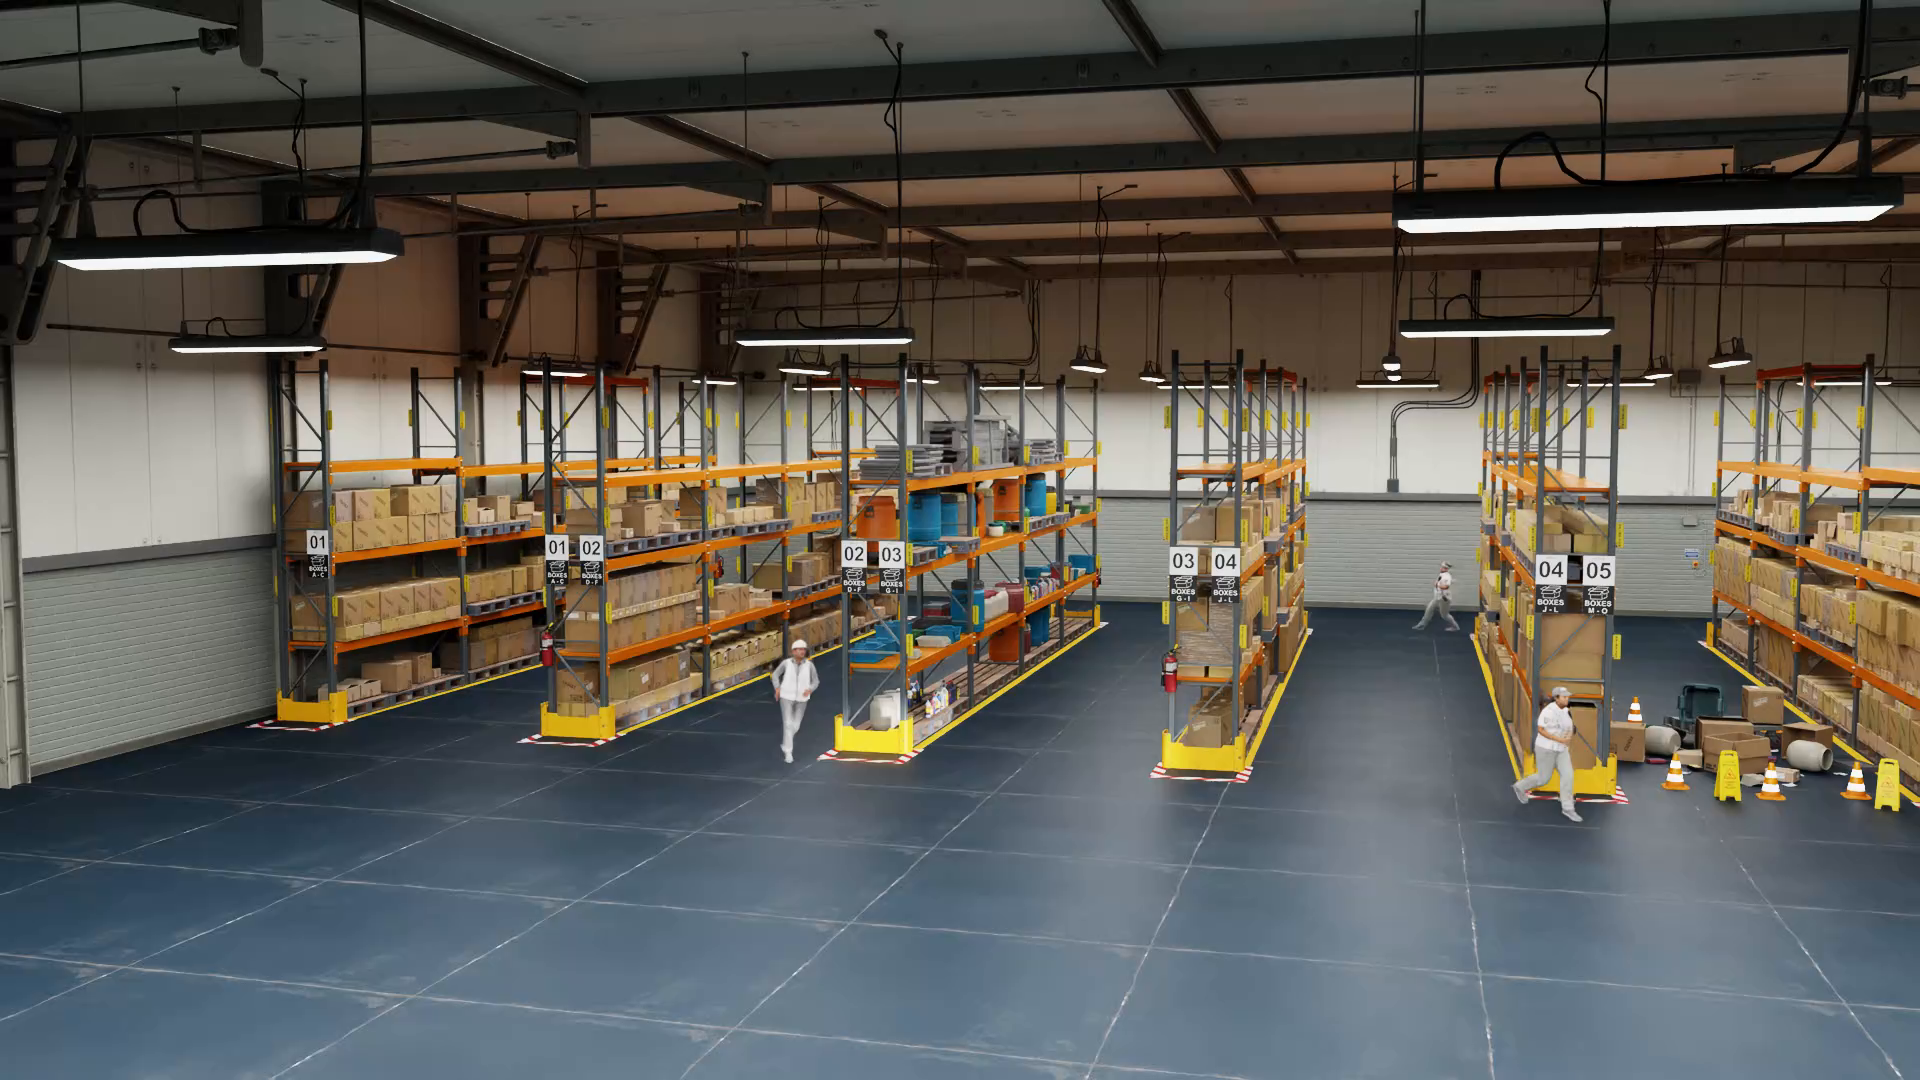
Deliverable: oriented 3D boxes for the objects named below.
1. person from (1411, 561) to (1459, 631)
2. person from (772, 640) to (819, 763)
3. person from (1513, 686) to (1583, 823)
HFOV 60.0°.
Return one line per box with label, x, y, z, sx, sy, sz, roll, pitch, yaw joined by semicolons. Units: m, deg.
person;11.249;1.328;39.119;1.077;1.664;0.745;0;4;-1
person;-2.437;2.362;24.725;0.683;1.762;0.787;-1;4;-15
person;7.480;2.669;21.065;0.628;1.669;0.970;-3;5;-38
